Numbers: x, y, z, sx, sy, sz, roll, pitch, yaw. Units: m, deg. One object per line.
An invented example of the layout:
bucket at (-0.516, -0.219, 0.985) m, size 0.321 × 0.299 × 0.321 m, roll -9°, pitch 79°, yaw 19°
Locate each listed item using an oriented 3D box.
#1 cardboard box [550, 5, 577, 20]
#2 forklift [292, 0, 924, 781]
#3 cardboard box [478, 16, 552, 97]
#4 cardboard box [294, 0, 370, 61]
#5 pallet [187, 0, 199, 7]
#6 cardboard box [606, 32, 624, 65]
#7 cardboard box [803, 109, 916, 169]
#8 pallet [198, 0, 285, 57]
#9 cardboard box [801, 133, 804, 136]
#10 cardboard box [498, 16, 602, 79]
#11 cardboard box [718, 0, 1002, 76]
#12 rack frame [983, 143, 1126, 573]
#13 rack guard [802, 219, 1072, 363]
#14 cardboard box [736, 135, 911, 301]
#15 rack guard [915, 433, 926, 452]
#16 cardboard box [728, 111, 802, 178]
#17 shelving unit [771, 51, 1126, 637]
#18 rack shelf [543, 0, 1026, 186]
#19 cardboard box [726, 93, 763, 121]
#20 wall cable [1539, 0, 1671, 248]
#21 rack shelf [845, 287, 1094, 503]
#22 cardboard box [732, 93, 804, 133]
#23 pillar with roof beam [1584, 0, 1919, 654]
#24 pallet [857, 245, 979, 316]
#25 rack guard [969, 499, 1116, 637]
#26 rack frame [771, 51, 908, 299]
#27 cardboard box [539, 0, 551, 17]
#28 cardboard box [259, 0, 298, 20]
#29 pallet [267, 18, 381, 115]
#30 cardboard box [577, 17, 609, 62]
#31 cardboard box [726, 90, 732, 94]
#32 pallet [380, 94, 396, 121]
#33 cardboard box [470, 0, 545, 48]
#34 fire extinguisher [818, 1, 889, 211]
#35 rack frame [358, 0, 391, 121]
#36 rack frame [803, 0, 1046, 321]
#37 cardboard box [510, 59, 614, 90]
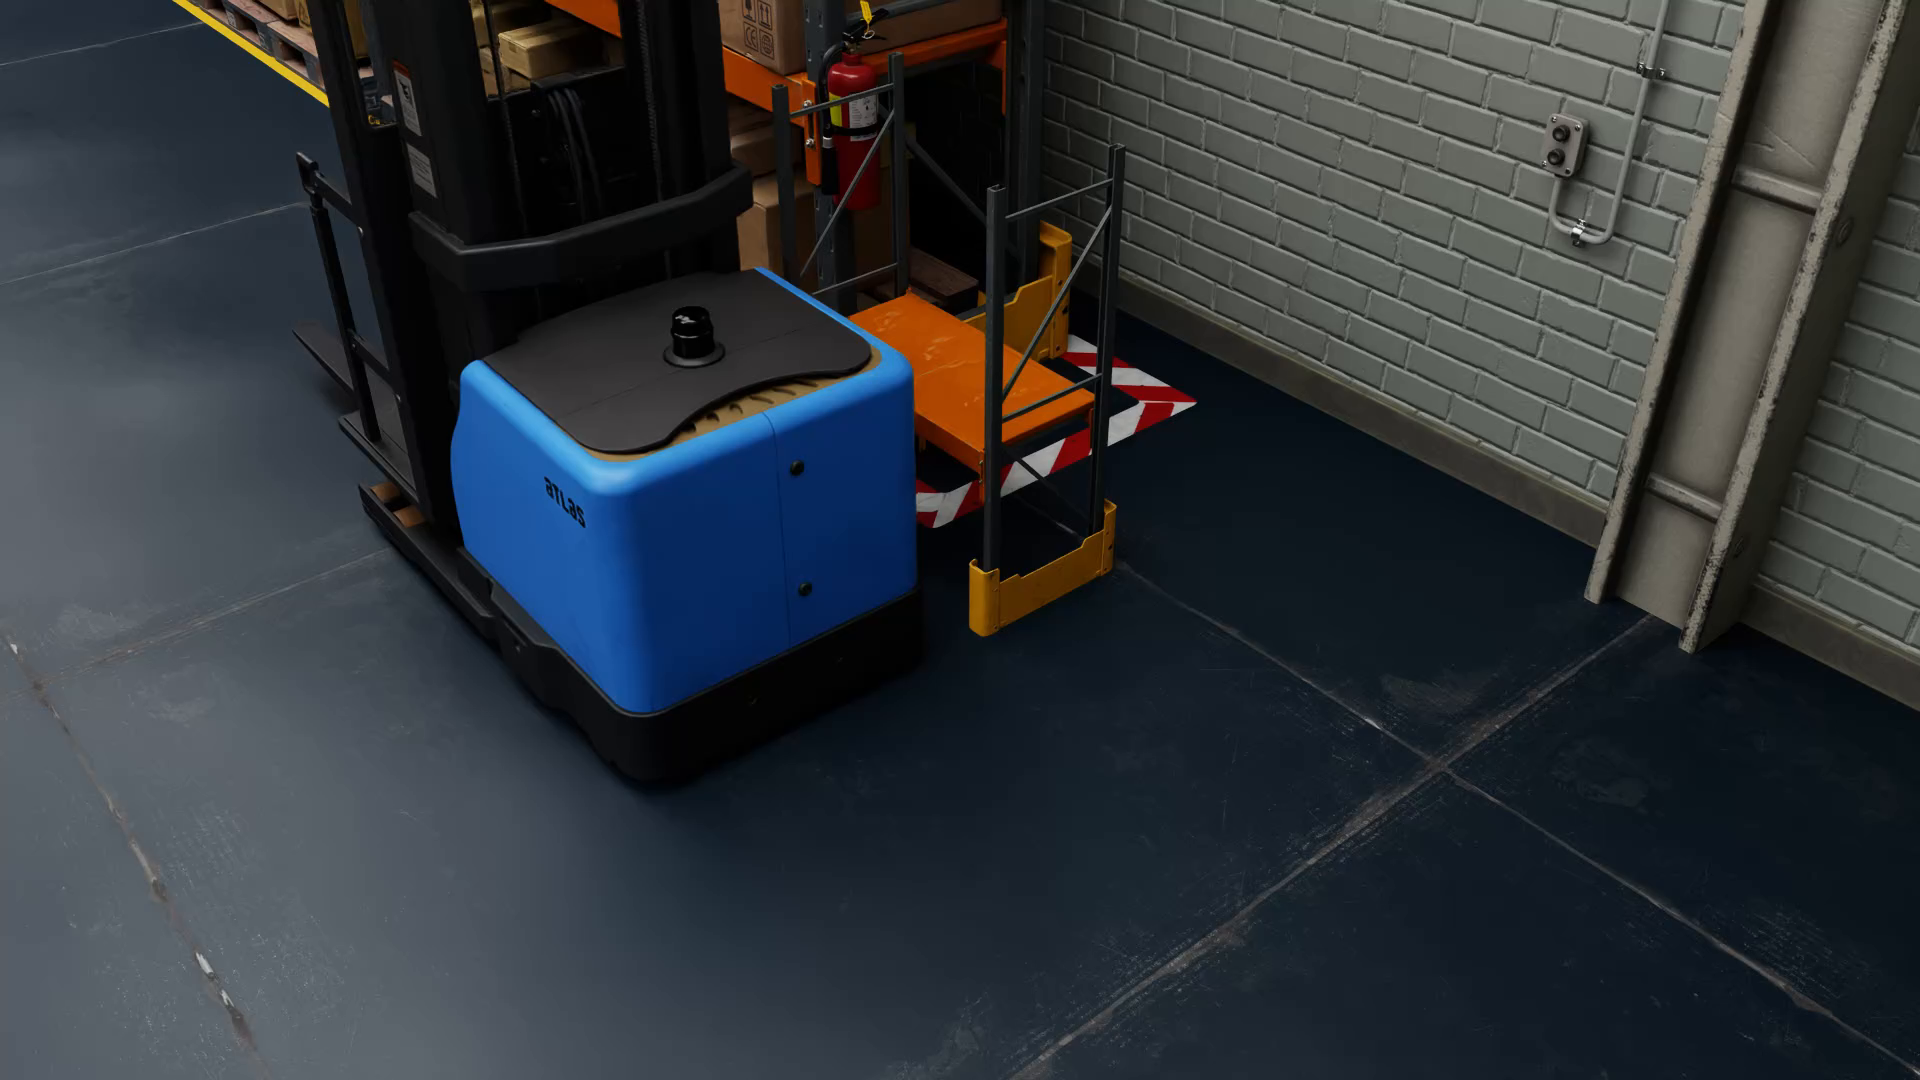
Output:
cardboard box at (-1.709, -2.480, 7.895) m, size 0.380 × 0.149 × 0.250 m, roll -28°, pitch 44°, yaw -33°
forklift at (-1.428, -1.307, 5.059) m, size 1.130 × 2.935 × 3.031 m, roll -25°, pitch 42°, yaw -31°
cardboard box at (-1.958, -2.203, 8.064) m, size 0.700 × 0.500 × 0.500 m, roll -26°, pitch 43°, yaw -32°
cardboard box at (-3.203, -3.175, 9.135) m, size 0.750 × 0.750 × 0.750 m, roll -25°, pitch 43°, yaw -31°
pallet at (-4.814, -3.895, 11.066) m, size 1.003 × 0.211 × 1.213 m, roll -26°, pitch 43°, yaw -32°
cardboard box at (-1.380, -2.255, 7.577) m, size 0.380 × 0.149 × 0.250 m, roll -27°, pitch 43°, yaw -33°
cardboard box at (-0.397, -1.584, 6.629) m, size 0.380 × 0.149 × 0.250 m, roll -26°, pitch 43°, yaw -31°
pallet at (-4.031, -3.356, 10.306) m, size 1.003 × 0.211 × 1.213 m, roll -26°, pitch 43°, yaw -32°
cardboard box at (-0.954, -1.521, 7.101) m, size 0.700 × 0.500 × 0.500 m, roll -26°, pitch 43°, yaw -32°
cardboard box at (-1.861, -2.241, 7.557) m, size 0.380 × 0.149 × 0.250 m, roll -27°, pitch 44°, yaw -33°
cardboard box at (-0.439, -2.220, 6.030) m, size 0.980 × 0.700 × 0.700 m, roll -24°, pitch 42°, yaw -30°
rack frame at (0.273, -0.425, 5.053) m, size 0.500 × 1.500 × 0.032 m, roll -26°, pitch 43°, yaw -32°
rack guard at (-0.087, -0.846, 6.512) m, size 1.175 × 0.500 × 0.348 m, roll -26°, pitch 43°, yaw -32°
cardboard box at (-0.631, -1.300, 6.789) m, size 0.700 × 0.500 × 0.500 m, roll -26°, pitch 43°, yaw -32°
rack guard at (-0.371, -0.356, 6.036) m, size 0.587 × 0.250 × 0.087 m, roll -26°, pitch 43°, yaw -32°
cardboard box at (-0.853, -1.553, 6.586) m, size 0.380 × 0.149 × 0.250 m, roll -27°, pitch 43°, yaw -32°
shelving unit at (-0.049, -0.646, 5.364) m, size 0.587 × 1.500 × 1.083 m, roll -26°, pitch 43°, yaw -32°
rack shelf at (-1.393, -2.466, 7.259) m, size 1.077 × 0.370 × 4.000 m, roll -26°, pitch 43°, yaw -32°
cardboard box at (-1.018, -1.666, 6.745) m, size 0.380 × 0.149 × 0.250 m, roll -25°, pitch 42°, yaw -31°
wall cable at (1.446, -2.079, 5.211) m, size 0.084 × 1.984 × 1.851 m, roll -26°, pitch 43°, yaw -32°
rack shelf at (-0.055, -0.503, 5.474) m, size 0.538 × 0.185 × 1.000 m, roll -26°, pitch 43°, yaw -32°
cardboard box at (-0.725, -1.807, 6.944) m, size 0.380 × 0.149 × 0.250 m, roll -26°, pitch 43°, yaw -32°
pillar with roof beam at (-0.988, -1.850, 0.576) m, size 9.100 × 9.000 × 0.400 m, roll -26°, pitch 43°, yaw -32°
pallet at (-0.678, -1.062, 7.068) m, size 1.003 × 0.211 × 1.213 m, roll -26°, pitch 43°, yaw -32°
rack guard at (0.272, 0.084, 5.415) m, size 0.587 × 0.250 × 0.087 m, roll -26°, pitch 43°, yaw -32°
rack frame at (-0.383, -0.874, 5.687) m, size 0.500 × 1.500 × 0.032 m, roll -26°, pitch 43°, yaw -32°
cardboard box at (-2.279, -2.426, 8.379) m, size 0.700 × 0.500 × 0.500 m, roll -25°, pitch 43°, yaw -31°
cardboard box at (-3.778, -3.567, 9.687) m, size 0.750 × 0.750 × 0.750 m, roll -25°, pitch 42°, yaw -30°
pallet at (-3.239, -2.817, 9.545) m, size 1.003 × 0.211 × 1.213 m, roll -26°, pitch 43°, yaw -32°
cardboard box at (-1.547, -2.368, 7.737) m, size 0.380 × 0.149 × 0.250 m, roll -26°, pitch 43°, yaw -31°
cardboard box at (-0.886, -1.918, 7.101) m, size 0.380 × 0.149 × 0.250 m, roll -26°, pitch 43°, yaw -31°
pallet at (-2.253, -2.140, 8.589) m, size 1.003 × 0.211 × 1.213 m, roll -26°, pitch 43°, yaw -32°
cardboard box at (-2.198, -2.471, 7.882) m, size 0.380 × 0.149 × 0.250 m, roll -24°, pitch 42°, yaw -30°
fire extinguisher at (-0.358, -1.454, 5.598) m, size 0.296 × 0.674 × 0.183 m, roll -26°, pitch 43°, yaw -32°
rack frame at (-2.684, -3.643, 8.298) m, size 1.000 × 3.000 × 0.127 m, roll -26°, pitch 43°, yaw -32°
rack frame at (-0.102, -1.877, 5.804) m, size 1.000 × 3.000 × 0.127 m, roll -26°, pitch 43°, yaw -32°
cardboard box at (-1.628, -1.975, 7.743) m, size 0.700 × 0.500 × 0.500 m, roll -25°, pitch 42°, yaw -31°
